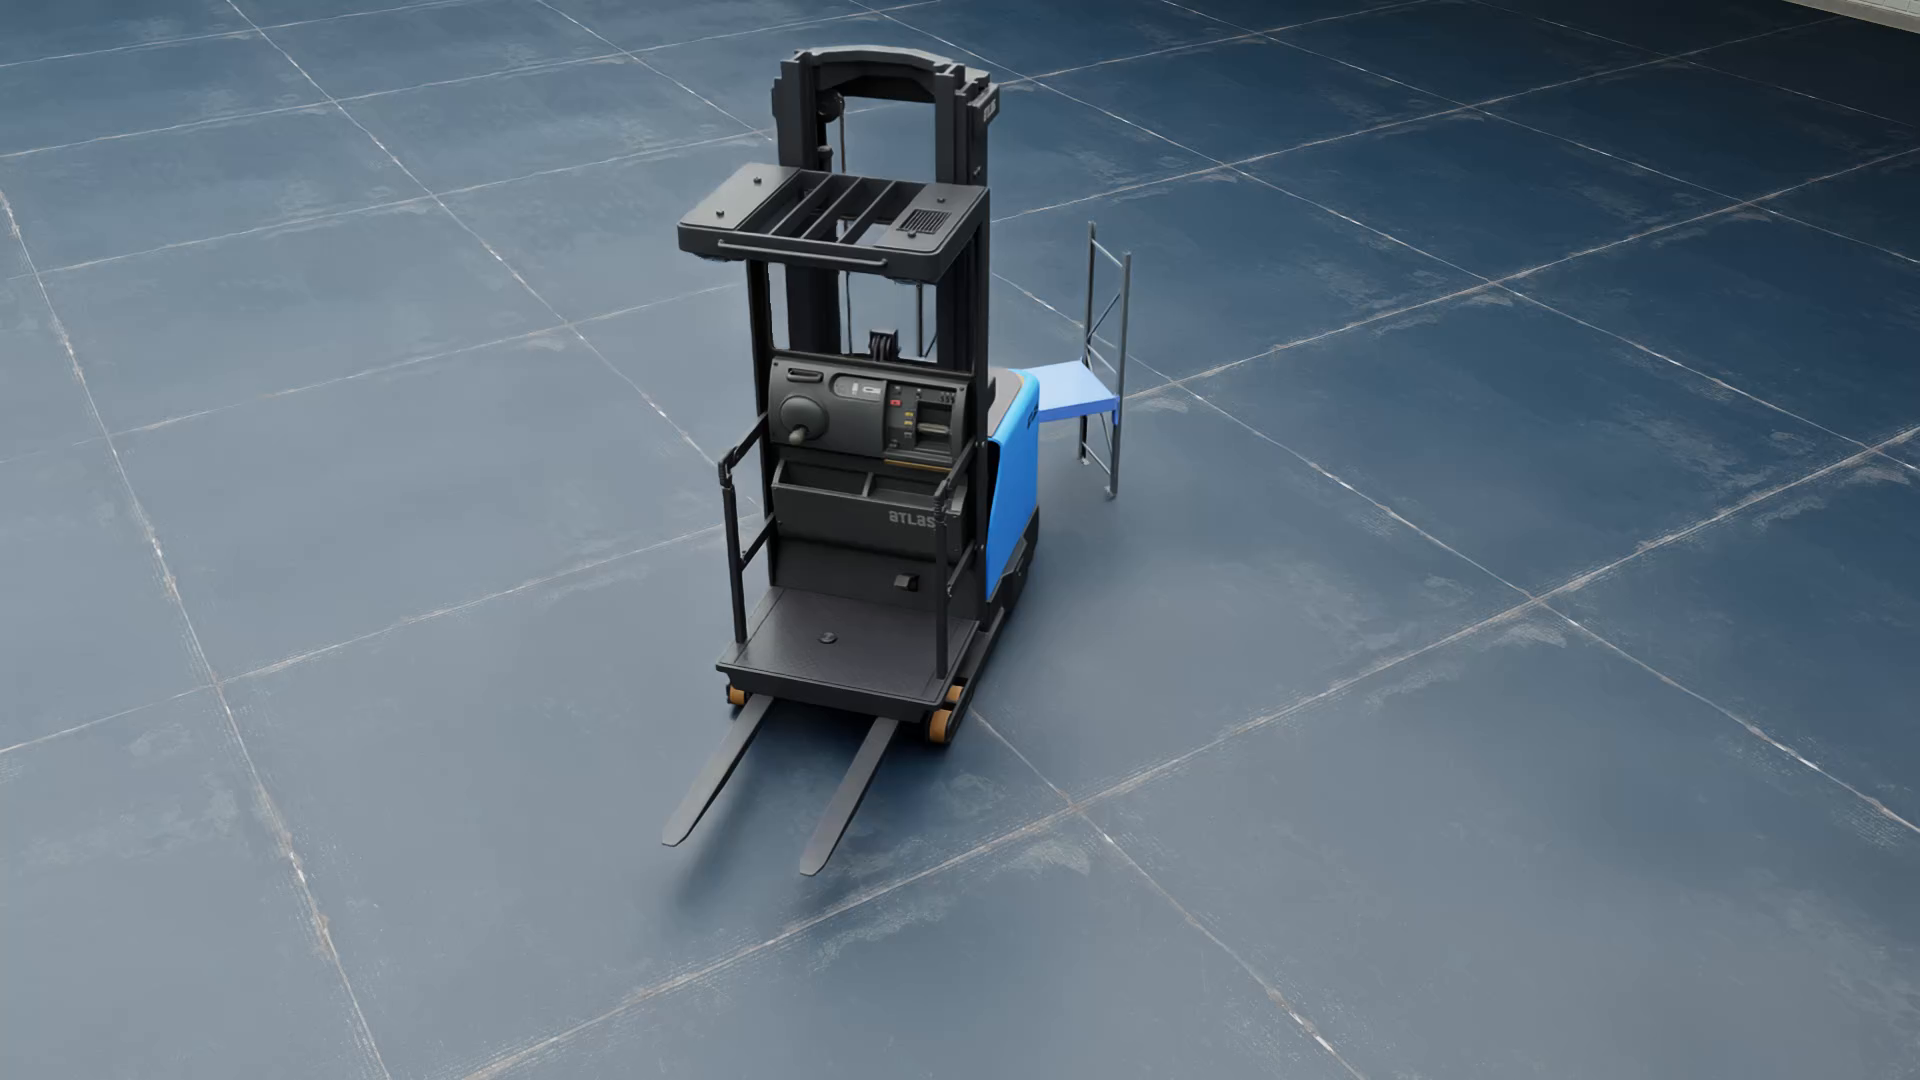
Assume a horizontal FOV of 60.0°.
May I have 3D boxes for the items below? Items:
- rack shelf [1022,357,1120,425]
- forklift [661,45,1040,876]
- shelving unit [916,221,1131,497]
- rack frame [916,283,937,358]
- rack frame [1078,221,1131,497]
[{"bbox_3d":[0.335,-0.768,9.399,1.000,0.185,0.538,-11,34,-17],"label":"rack shelf"},{"bbox_3d":[-0.481,-0.525,7.335,1.130,2.935,3.031,9,33,14],"label":"forklift"},{"bbox_3d":[0.335,-0.920,9.303,1.048,1.500,0.538,-11,34,-17],"label":"shelving unit"},{"bbox_3d":[-0.142,-0.827,9.155,0.032,1.500,0.500,-11,34,-17],"label":"rack frame"},{"bbox_3d":[0.813,-1.013,9.450,0.032,1.500,0.500,-11,34,-17],"label":"rack frame"}]
